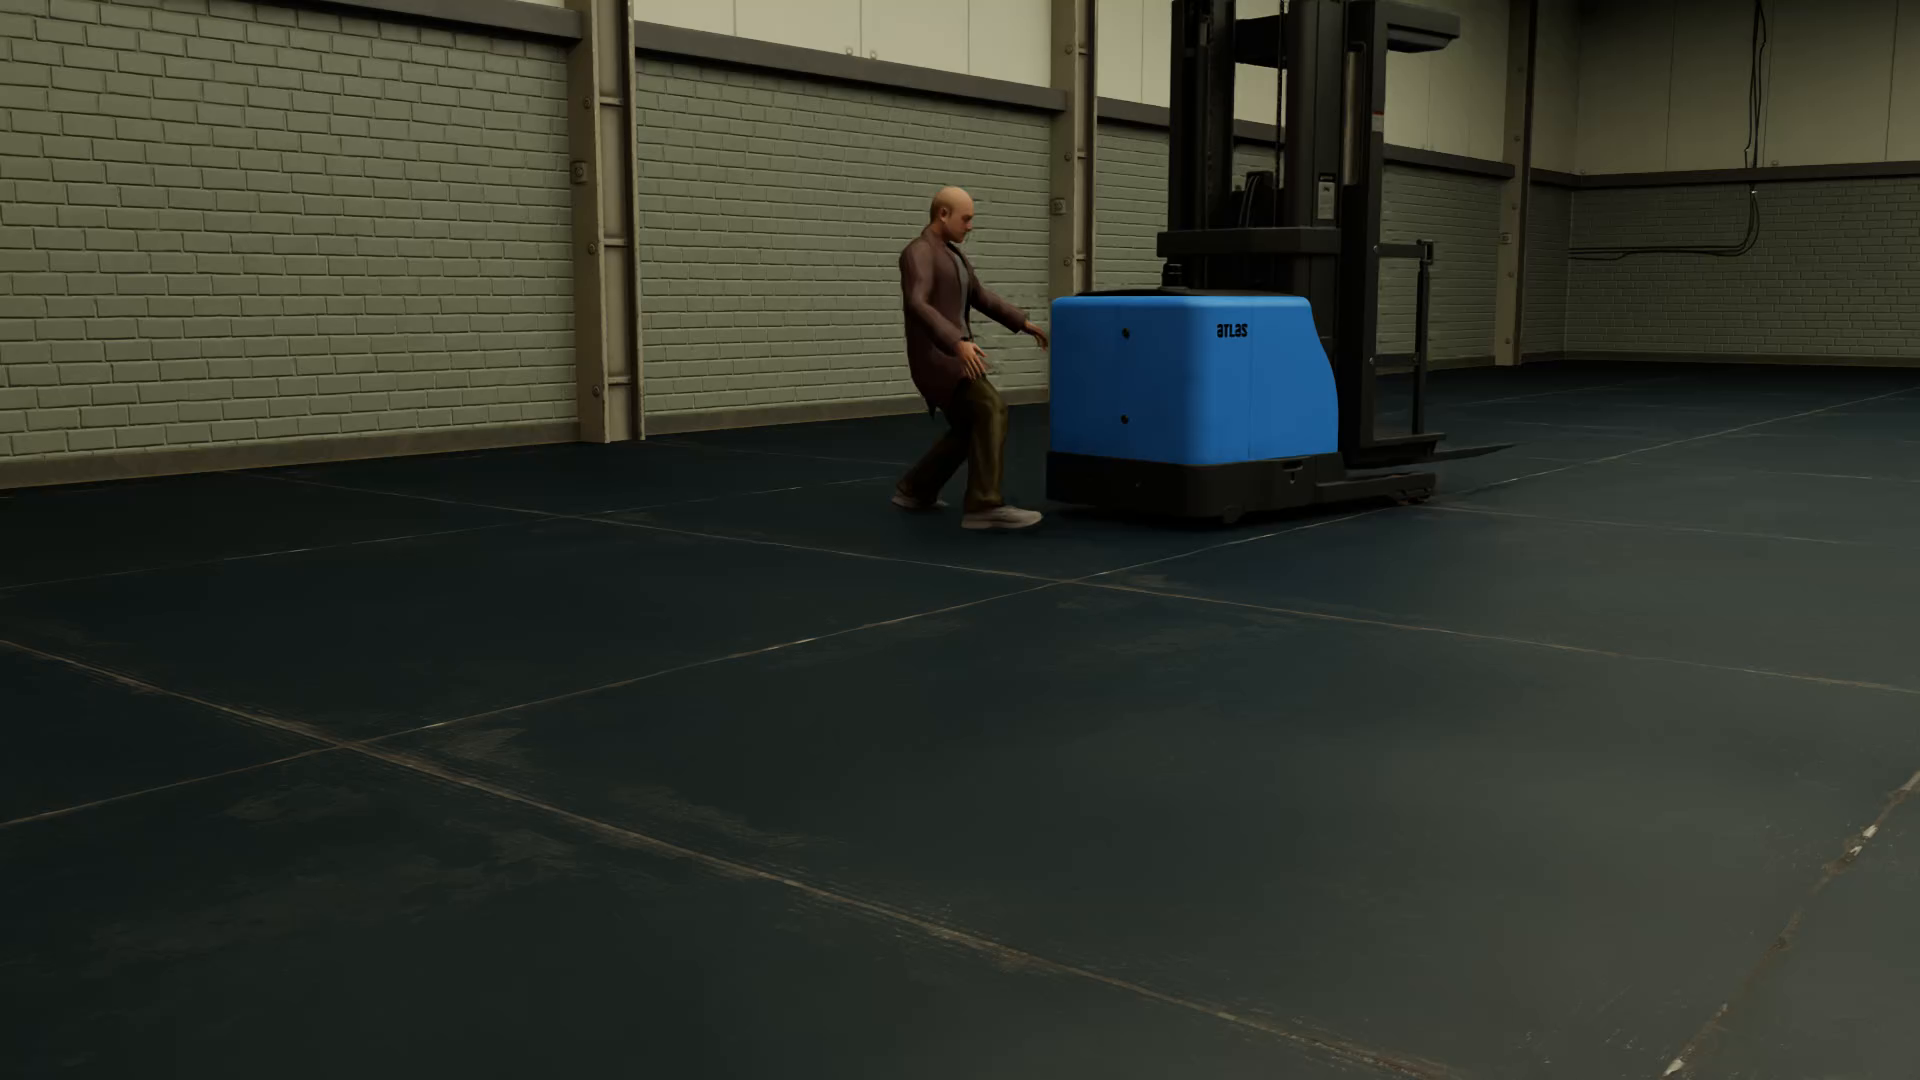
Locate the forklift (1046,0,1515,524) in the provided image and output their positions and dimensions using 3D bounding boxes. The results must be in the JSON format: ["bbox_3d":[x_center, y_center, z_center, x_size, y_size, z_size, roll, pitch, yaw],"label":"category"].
[{"bbox_3d":[1.871,-1.676,8.738,3.031,2.935,1.130,-7,11,-41],"label":"forklift"}]

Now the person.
[{"bbox_3d":[0.038,-0.861,7.968,0.967,1.632,1.033,3,9,18],"label":"person"}]
